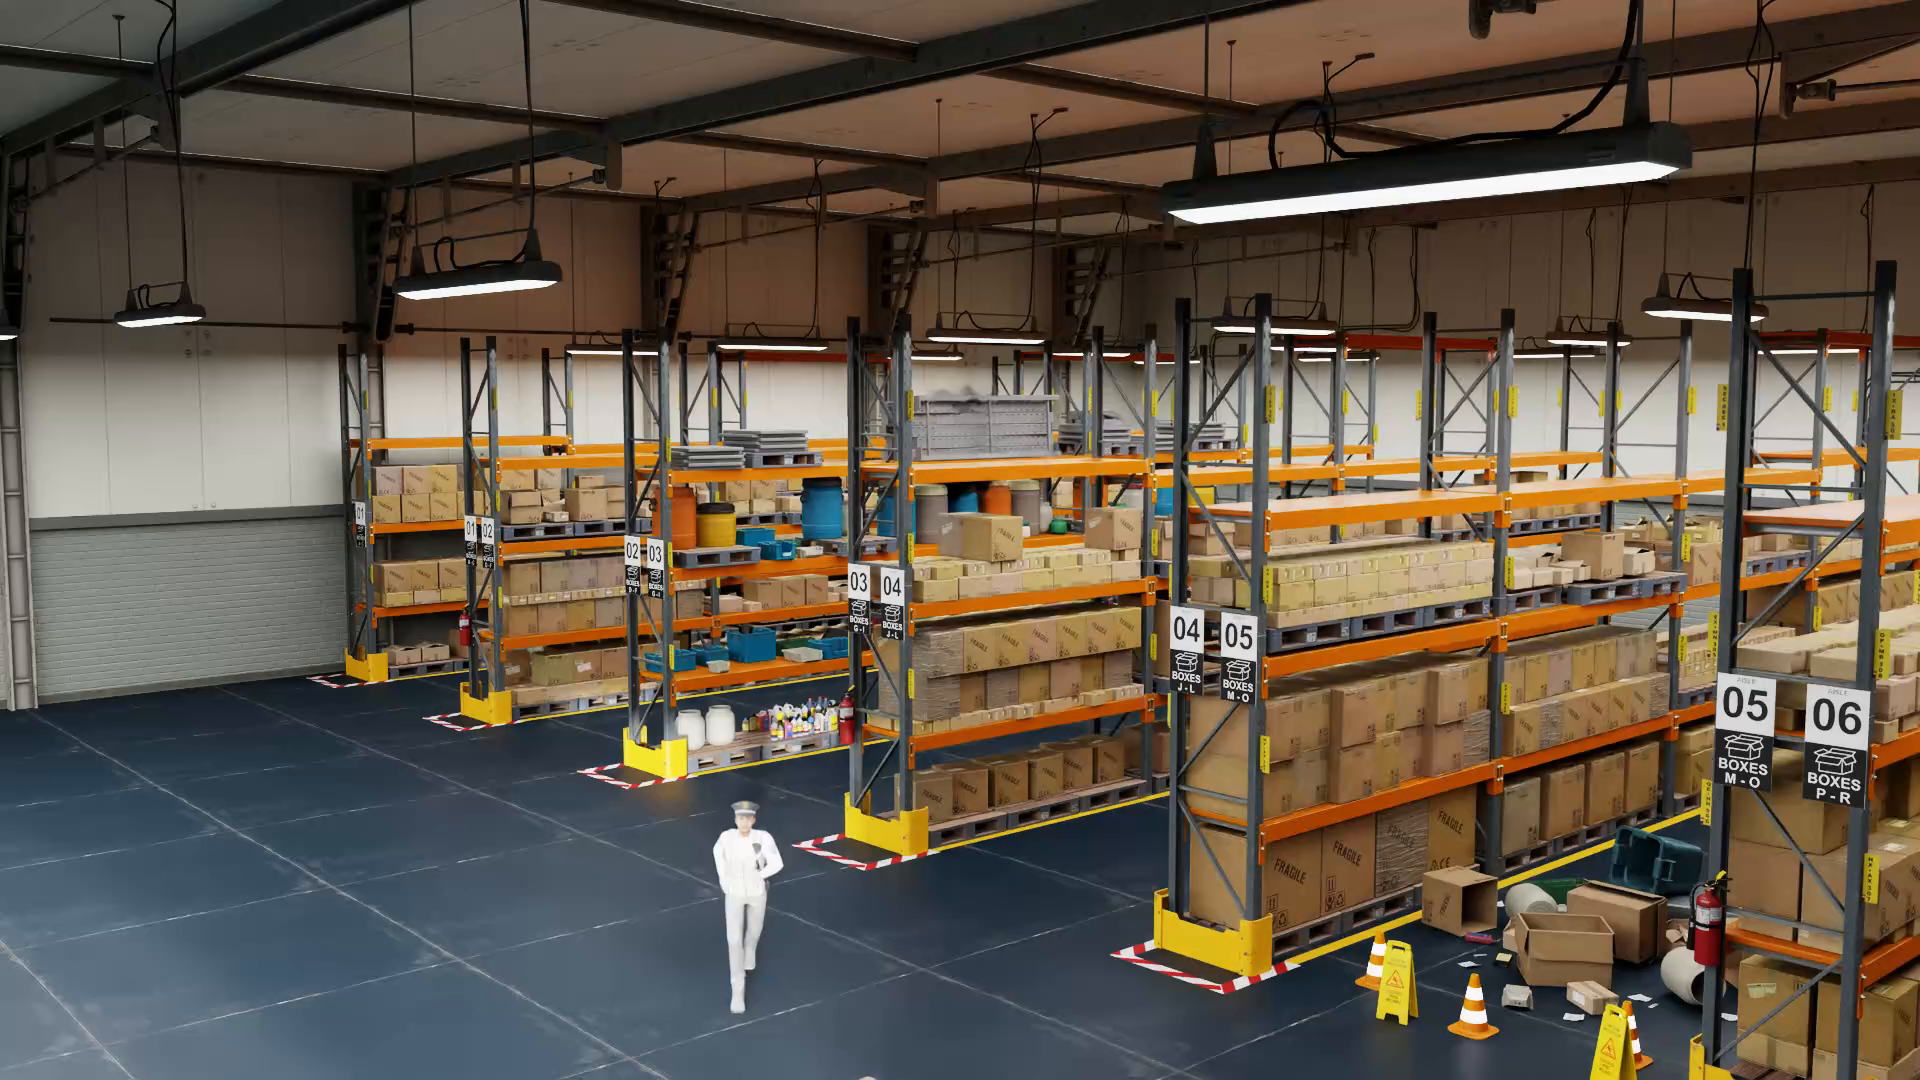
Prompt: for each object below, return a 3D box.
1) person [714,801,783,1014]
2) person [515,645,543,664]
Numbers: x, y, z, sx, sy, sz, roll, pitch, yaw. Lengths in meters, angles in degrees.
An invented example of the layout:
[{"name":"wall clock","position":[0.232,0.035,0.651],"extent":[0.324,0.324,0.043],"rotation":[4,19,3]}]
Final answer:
[{"name":"person","position":[-1.810,3.059,14.256],"extent":[0.580,1.738,0.985],"rotation":[-1,5,-10]},{"name":"person","position":[-7.355,1.810,28.429],"extent":[0.711,1.564,0.913],"rotation":[4,6,35]}]
